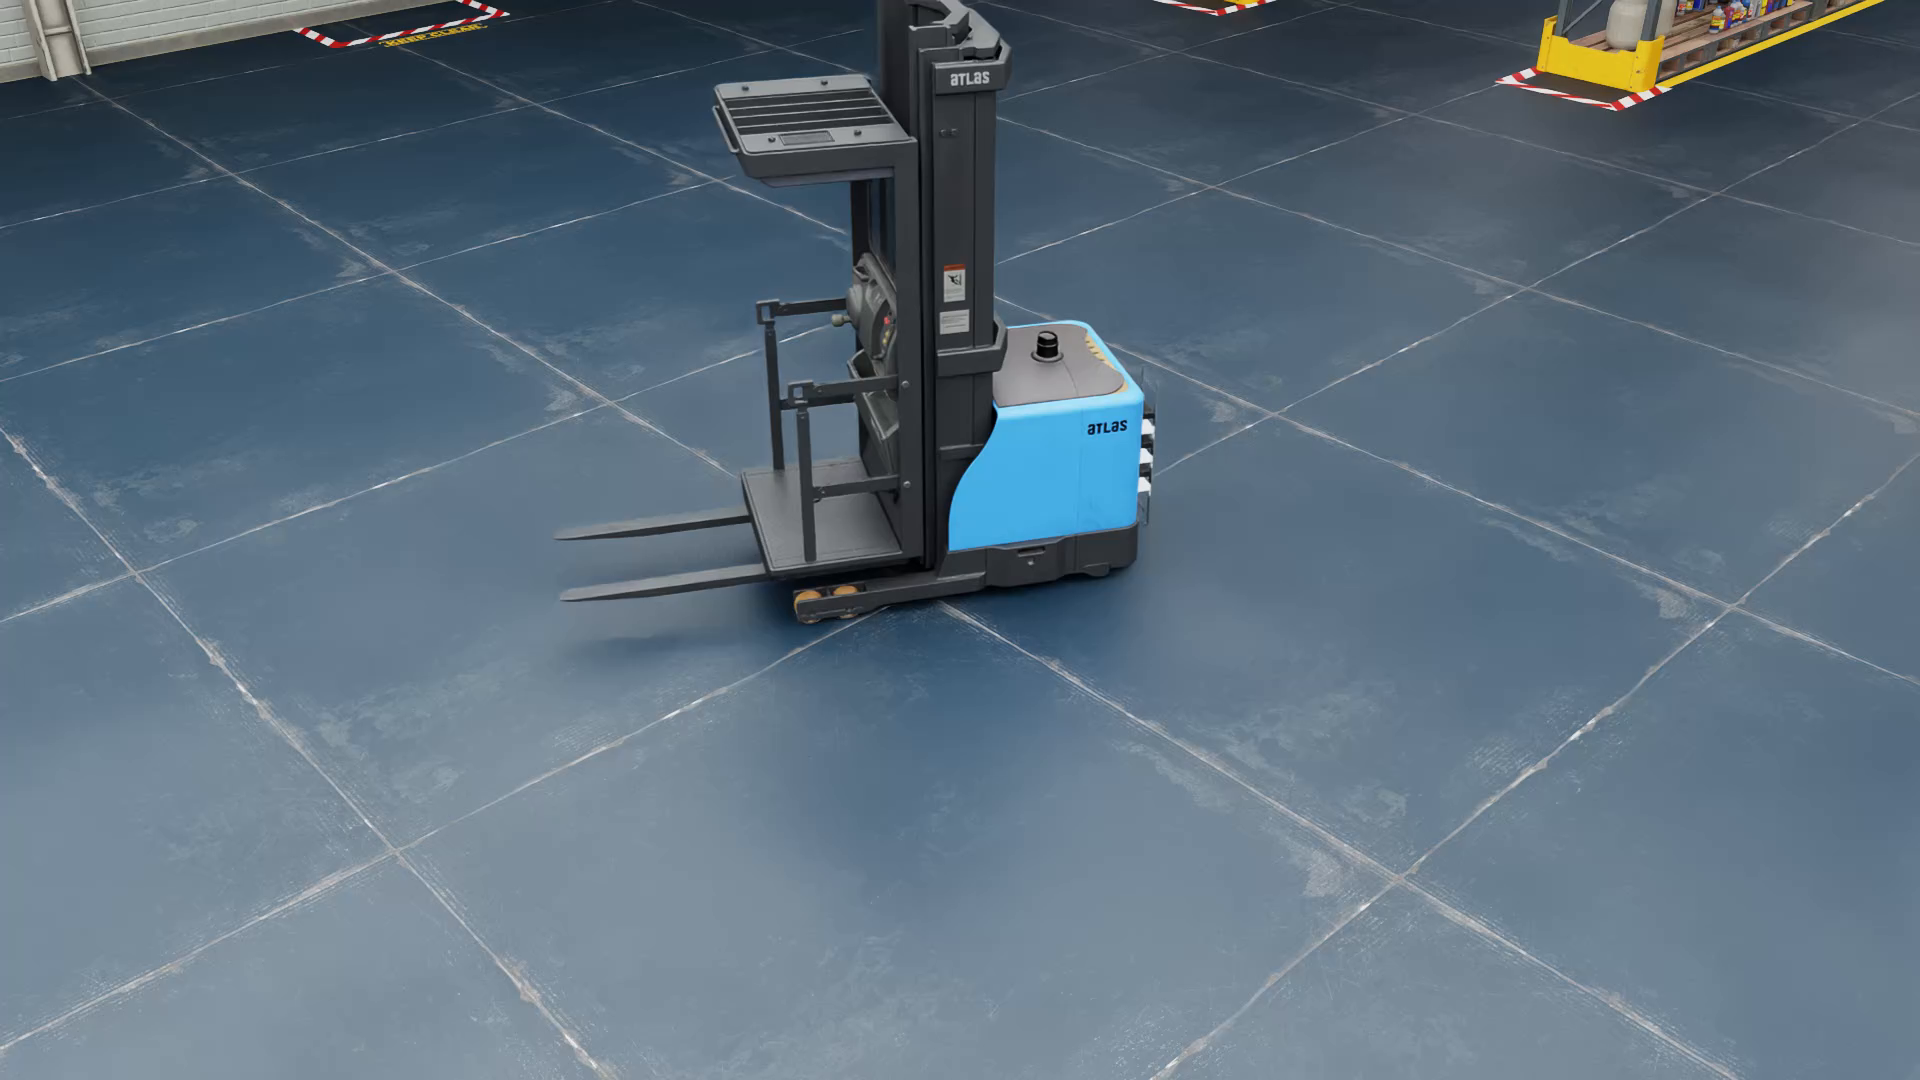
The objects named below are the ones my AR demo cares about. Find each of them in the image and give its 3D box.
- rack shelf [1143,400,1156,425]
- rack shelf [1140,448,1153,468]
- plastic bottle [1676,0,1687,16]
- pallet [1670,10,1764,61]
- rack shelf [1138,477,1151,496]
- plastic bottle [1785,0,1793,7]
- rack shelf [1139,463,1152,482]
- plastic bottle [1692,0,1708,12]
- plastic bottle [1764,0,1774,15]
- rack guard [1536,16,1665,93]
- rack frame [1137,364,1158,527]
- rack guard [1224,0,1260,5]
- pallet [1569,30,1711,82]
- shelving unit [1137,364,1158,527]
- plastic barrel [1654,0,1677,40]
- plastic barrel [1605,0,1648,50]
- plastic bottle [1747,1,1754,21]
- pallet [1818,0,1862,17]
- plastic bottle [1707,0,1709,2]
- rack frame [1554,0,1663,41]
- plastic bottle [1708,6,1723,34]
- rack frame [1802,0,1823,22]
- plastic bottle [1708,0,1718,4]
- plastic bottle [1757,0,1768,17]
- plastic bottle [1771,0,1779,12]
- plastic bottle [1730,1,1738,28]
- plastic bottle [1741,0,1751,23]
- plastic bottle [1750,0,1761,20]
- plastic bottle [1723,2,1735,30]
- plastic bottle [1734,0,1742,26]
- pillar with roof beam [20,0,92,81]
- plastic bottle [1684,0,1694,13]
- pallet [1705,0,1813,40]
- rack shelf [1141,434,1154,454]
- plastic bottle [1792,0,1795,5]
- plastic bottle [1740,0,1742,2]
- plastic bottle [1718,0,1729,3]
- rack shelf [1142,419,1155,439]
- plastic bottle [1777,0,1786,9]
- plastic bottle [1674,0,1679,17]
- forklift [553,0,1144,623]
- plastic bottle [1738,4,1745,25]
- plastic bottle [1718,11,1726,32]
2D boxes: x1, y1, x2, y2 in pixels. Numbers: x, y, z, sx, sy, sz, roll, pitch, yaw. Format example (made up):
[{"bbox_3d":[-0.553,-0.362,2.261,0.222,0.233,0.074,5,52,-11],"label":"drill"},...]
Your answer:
[{"bbox_3d":[0.931,-0.709,9.093,0.200,0.077,0.258,-8,32,-12],"label":"rack shelf"},{"bbox_3d":[0.931,-0.478,9.234,0.200,0.077,0.258,-8,32,-12],"label":"rack shelf"},{"bbox_3d":[7.895,-5.848,18.198,0.097,0.201,0.097,0,31,0],"label":"plastic bottle"},{"bbox_3d":[7.960,-5.520,18.074,1.213,0.211,1.003,-26,40,-35],"label":"pallet"},{"bbox_3d":[0.931,-0.325,9.328,0.200,0.077,0.258,-8,32,-12],"label":"rack shelf"},{"bbox_3d":[9.247,-6.098,18.530,0.133,0.283,0.061,-24,39,-33],"label":"plastic bottle"},{"bbox_3d":[0.931,-0.402,9.281,0.200,0.077,0.258,-8,32,-12],"label":"rack shelf"},{"bbox_3d":[8.170,-5.999,18.374,0.135,0.276,0.152,-26,40,-35],"label":"plastic bottle"},{"bbox_3d":[8.867,-5.915,18.230,0.133,0.283,0.061,-23,38,-32],"label":"plastic bottle"},{"bbox_3d":[6.466,-4.926,16.827,0.348,0.500,1.175,-26,40,-35],"label":"rack guard"},{"bbox_3d":[1.029,-0.520,9.238,0.006,0.900,0.240,-8,32,-12],"label":"rack frame"},{"bbox_3d":[3.060,-6.769,19.840,0.348,0.500,1.175,-26,40,-35],"label":"rack guard"},{"bbox_3d":[7.065,-5.089,17.370,1.213,0.211,1.003,-26,40,-35],"label":"pallet"},{"bbox_3d":[0.931,-0.507,9.216,0.210,0.900,0.258,-8,32,-12],"label":"shelving unit"},{"bbox_3d":[7.241,-5.506,17.361,0.421,0.512,0.421,0,31,0],"label":"plastic barrel"},{"bbox_3d":[6.873,-5.328,17.070,0.421,0.512,0.421,0,31,0],"label":"plastic barrel"},{"bbox_3d":[8.532,-5.730,18.007,0.097,0.201,0.097,0,31,0],"label":"plastic bottle"},{"bbox_3d":[9.925,-6.470,19.629,1.213,0.211,1.003,-26,40,-35],"label":"pallet"},{"bbox_3d":[8.363,-6.229,18.680,0.144,0.351,0.185,27,41,37],"label":"plastic bottle"},{"bbox_3d":[6.442,-5.948,16.101,0.127,3.000,1.000,-26,40,-35],"label":"rack frame"},{"bbox_3d":[7.984,-5.495,17.555,0.097,0.271,0.097,0,31,0],"label":"plastic bottle"},{"bbox_3d":[9.375,-7.366,18.421,0.127,3.000,1.000,-26,40,-35],"label":"rack frame"},{"bbox_3d":[8.477,-6.165,18.650,0.097,0.271,0.097,0,31,0],"label":"plastic bottle"},{"bbox_3d":[8.722,-5.903,18.145,0.185,0.351,0.144,-26,40,-36],"label":"plastic bottle"},{"bbox_3d":[8.958,-6.017,18.333,0.144,0.351,0.185,27,40,37],"label":"plastic bottle"},{"bbox_3d":[8.235,-5.617,17.754,0.097,0.271,0.097,0,31,0],"label":"plastic bottle"},{"bbox_3d":[8.457,-5.724,17.929,0.097,0.271,0.097,0,31,0],"label":"plastic bottle"},{"bbox_3d":[8.600,-5.815,18.073,0.135,0.276,0.152,-25,39,-35],"label":"plastic bottle"},{"bbox_3d":[8.162,-5.574,17.672,0.133,0.283,0.061,-25,39,-35],"label":"plastic bottle"},{"bbox_3d":[8.308,-5.652,17.812,0.097,0.271,0.097,0,31,0],"label":"plastic bottle"},{"bbox_3d":[-6.241,-6.973,12.027,0.400,9.000,9.100,-26,40,-35],"label":"pillar with roof beam"},{"bbox_3d":[8.029,-5.918,18.314,0.097,0.201,0.097,0,31,0],"label":"plastic bottle"},{"bbox_3d":[8.855,-5.954,18.785,1.213,0.211,1.003,-26,40,-35],"label":"pallet"},{"bbox_3d":[0.931,-0.555,9.187,0.200,0.077,0.258,-8,32,-12],"label":"rack shelf"},{"bbox_3d":[9.321,-6.112,18.631,0.097,0.201,0.097,0,31,0],"label":"plastic bottle"},{"bbox_3d":[8.527,-5.858,18.137,0.133,0.283,0.061,-26,40,-35],"label":"plastic bottle"},{"bbox_3d":[8.599,-6.241,18.699,0.185,0.351,0.144,-26,40,-35],"label":"plastic bottle"},{"bbox_3d":[0.931,-0.632,9.140,0.200,0.077,0.258,-8,32,-12],"label":"rack shelf"},{"bbox_3d":[9.099,-6.085,18.444,0.185,0.351,0.144,-27,41,-37],"label":"plastic bottle"},{"bbox_3d":[7.767,-5.834,18.097,0.133,0.283,0.061,-26,40,-35],"label":"plastic bottle"},{"bbox_3d":[-0.623,-1.127,8.283,3.031,2.935,1.130,-8,32,-12],"label":"forklift"},{"bbox_3d":[8.381,-5.658,17.887,0.097,0.201,0.097,0,31,0],"label":"plastic bottle"},{"bbox_3d":[8.060,-5.502,17.633,0.097,0.201,0.097,0,31,0],"label":"plastic bottle"}]
